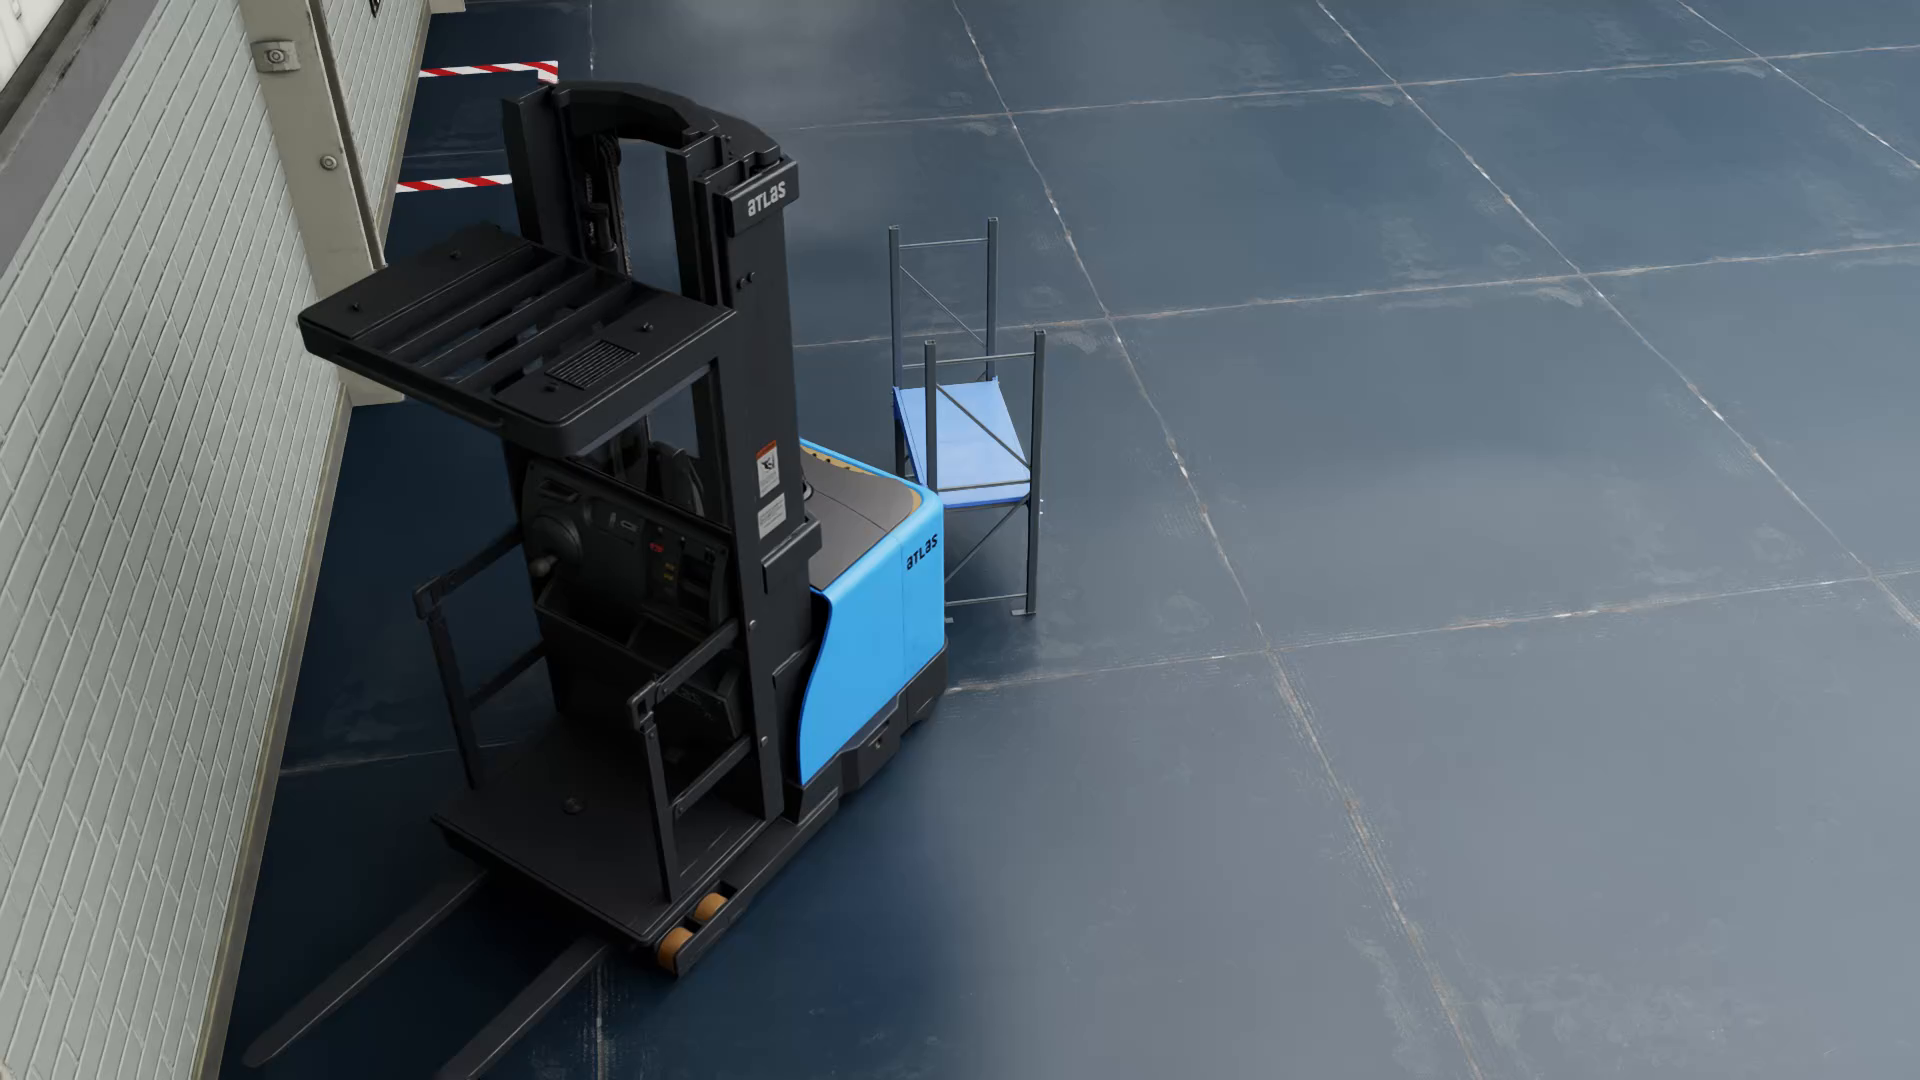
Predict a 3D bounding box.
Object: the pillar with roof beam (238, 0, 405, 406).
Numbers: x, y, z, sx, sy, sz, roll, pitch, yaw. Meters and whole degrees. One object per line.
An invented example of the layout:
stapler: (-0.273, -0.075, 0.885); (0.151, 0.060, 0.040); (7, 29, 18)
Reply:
pillar with roof beam: (0.997, -4.881, 7.097); (9.100, 9.000, 0.400); (-6, 38, -8)

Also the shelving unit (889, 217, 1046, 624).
shelving unit: (0.015, -0.541, 7.623); (0.538, 1.500, 1.048); (-6, 38, -8)

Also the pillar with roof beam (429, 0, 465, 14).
pillar with roof beam: (-0.054, -8.505, 11.762); (9.100, 9.000, 0.400); (-6, 38, -8)

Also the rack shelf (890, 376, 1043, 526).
rack shelf: (0.015, -0.399, 7.734); (0.538, 0.185, 1.000); (-6, 38, -8)

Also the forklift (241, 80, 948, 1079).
forklift: (-1.286, 0.096, 5.637); (1.130, 2.935, 3.031); (22, 43, 26)

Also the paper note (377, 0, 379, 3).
paper note: (-3.934, -3.713, 11.203); (0.016, 0.148, 0.142); (-6, 38, -8)

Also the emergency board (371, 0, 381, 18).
emergency board: (-3.914, -4.168, 11.070); (0.157, 1.169, 0.626); (-6, 38, -8)

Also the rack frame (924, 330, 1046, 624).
rack frame: (0.104, -0.234, 7.228); (0.500, 1.500, 0.032); (-6, 38, -8)

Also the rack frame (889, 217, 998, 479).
rack frame: (-0.074, -0.848, 8.019); (0.500, 1.500, 0.032); (-6, 38, -8)
